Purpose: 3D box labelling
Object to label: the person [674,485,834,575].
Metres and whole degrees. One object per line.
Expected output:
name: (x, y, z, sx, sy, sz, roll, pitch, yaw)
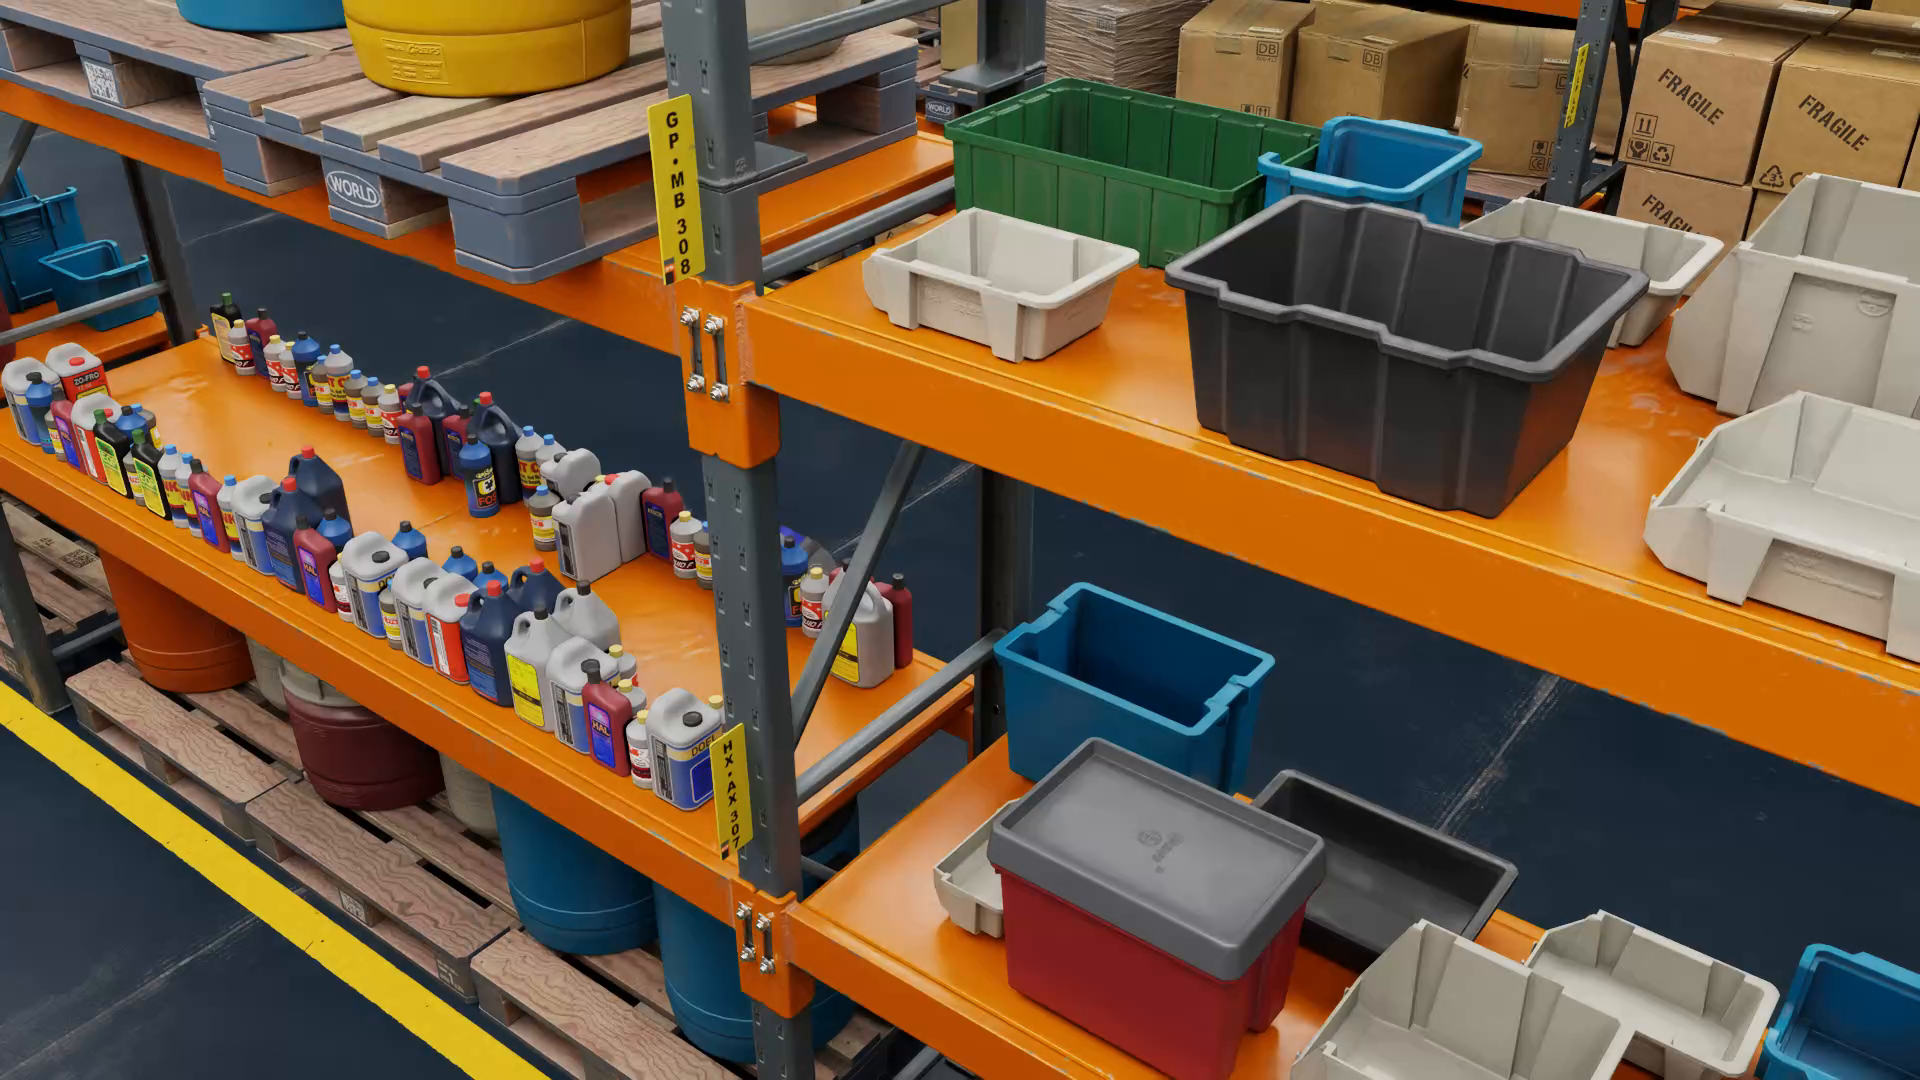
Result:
person: (-0.891, 0.202, 6.524, 0.871, 0.916, 0.443, 19, 36, 29)
